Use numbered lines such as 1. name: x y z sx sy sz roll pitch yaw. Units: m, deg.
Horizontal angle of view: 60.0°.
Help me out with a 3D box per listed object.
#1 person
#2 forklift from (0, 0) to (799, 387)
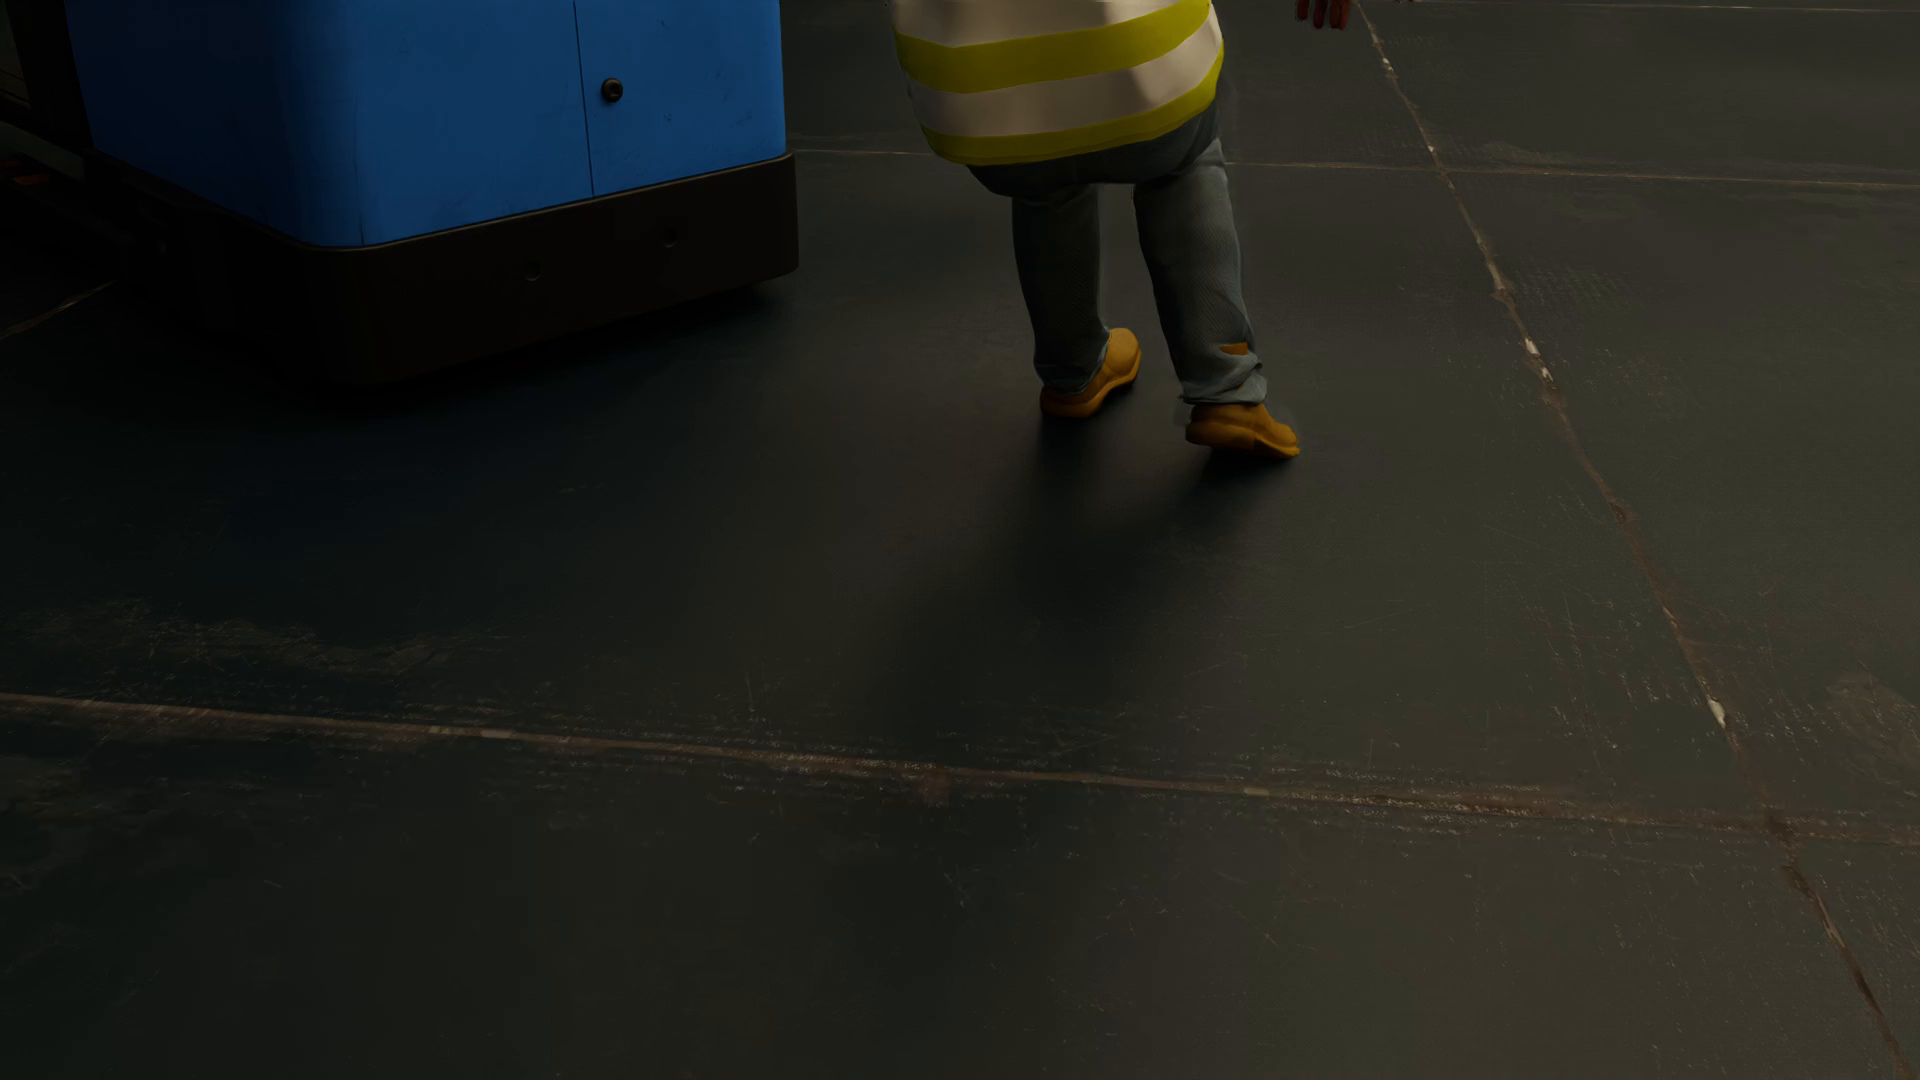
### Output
1. person: 0.164 -0.806 2.461 0.865 1.540 0.879 3 27 6
2. forklift: -1.731 -2.140 3.507 1.130 2.935 3.031 -24 35 -39
